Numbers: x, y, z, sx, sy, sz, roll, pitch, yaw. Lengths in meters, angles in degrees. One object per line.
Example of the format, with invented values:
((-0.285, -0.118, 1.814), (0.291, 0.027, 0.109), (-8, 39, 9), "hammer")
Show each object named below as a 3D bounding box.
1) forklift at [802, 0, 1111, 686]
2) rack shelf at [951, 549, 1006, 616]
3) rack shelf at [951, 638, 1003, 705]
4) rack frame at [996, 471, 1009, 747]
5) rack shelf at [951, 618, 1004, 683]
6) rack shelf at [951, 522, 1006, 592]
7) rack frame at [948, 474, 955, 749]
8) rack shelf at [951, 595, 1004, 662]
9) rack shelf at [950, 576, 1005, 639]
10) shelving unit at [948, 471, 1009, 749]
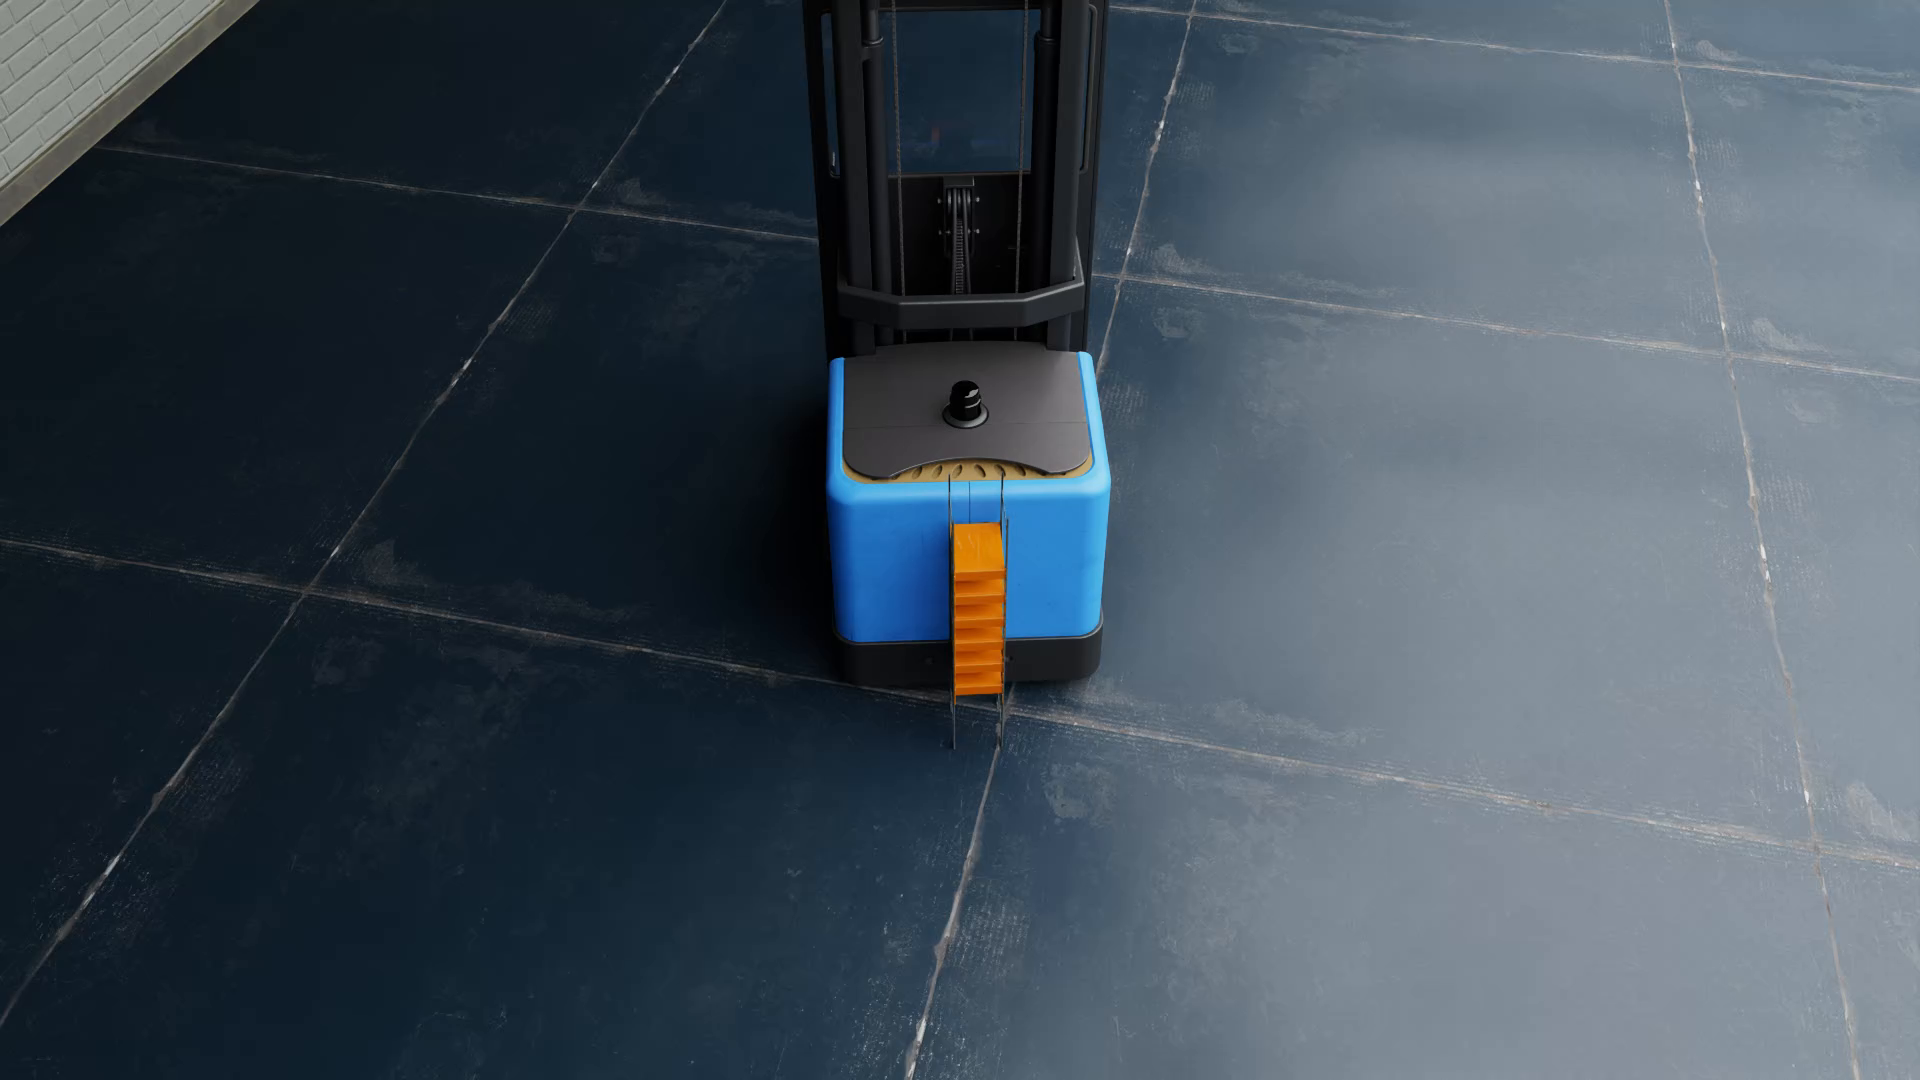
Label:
((-0.025, -1.493, 6.648), (1.130, 2.935, 3.031), (-2, 44, -2), "forklift")
((0.062, 0.142, 5.915), (0.180, 0.103, 0.258), (-3, 44, -3), "rack shelf")
((0.062, 0.488, 6.248), (0.180, 0.103, 0.258), (-3, 44, -3), "rack shelf")
((0.153, 0.279, 6.055), (0.006, 1.200, 0.240), (-3, 44, -3), "rack frame")
((0.062, 0.402, 6.165), (0.180, 0.103, 0.258), (-3, 44, -3), "rack shelf")
((0.062, 0.056, 5.832), (0.180, 0.103, 0.258), (-3, 44, -3), "rack shelf")
((-0.030, 0.287, 6.046), (0.006, 1.200, 0.240), (-3, 44, -3), "rack frame")
((0.062, 0.315, 6.081), (0.180, 0.103, 0.258), (-3, 44, -3), "rack shelf")
((0.062, 0.229, 5.998), (0.180, 0.103, 0.258), (-3, 44, -3), "rack shelf")
((0.062, 0.283, 6.050), (0.189, 1.200, 0.258), (-3, 44, -3), "shelving unit")
